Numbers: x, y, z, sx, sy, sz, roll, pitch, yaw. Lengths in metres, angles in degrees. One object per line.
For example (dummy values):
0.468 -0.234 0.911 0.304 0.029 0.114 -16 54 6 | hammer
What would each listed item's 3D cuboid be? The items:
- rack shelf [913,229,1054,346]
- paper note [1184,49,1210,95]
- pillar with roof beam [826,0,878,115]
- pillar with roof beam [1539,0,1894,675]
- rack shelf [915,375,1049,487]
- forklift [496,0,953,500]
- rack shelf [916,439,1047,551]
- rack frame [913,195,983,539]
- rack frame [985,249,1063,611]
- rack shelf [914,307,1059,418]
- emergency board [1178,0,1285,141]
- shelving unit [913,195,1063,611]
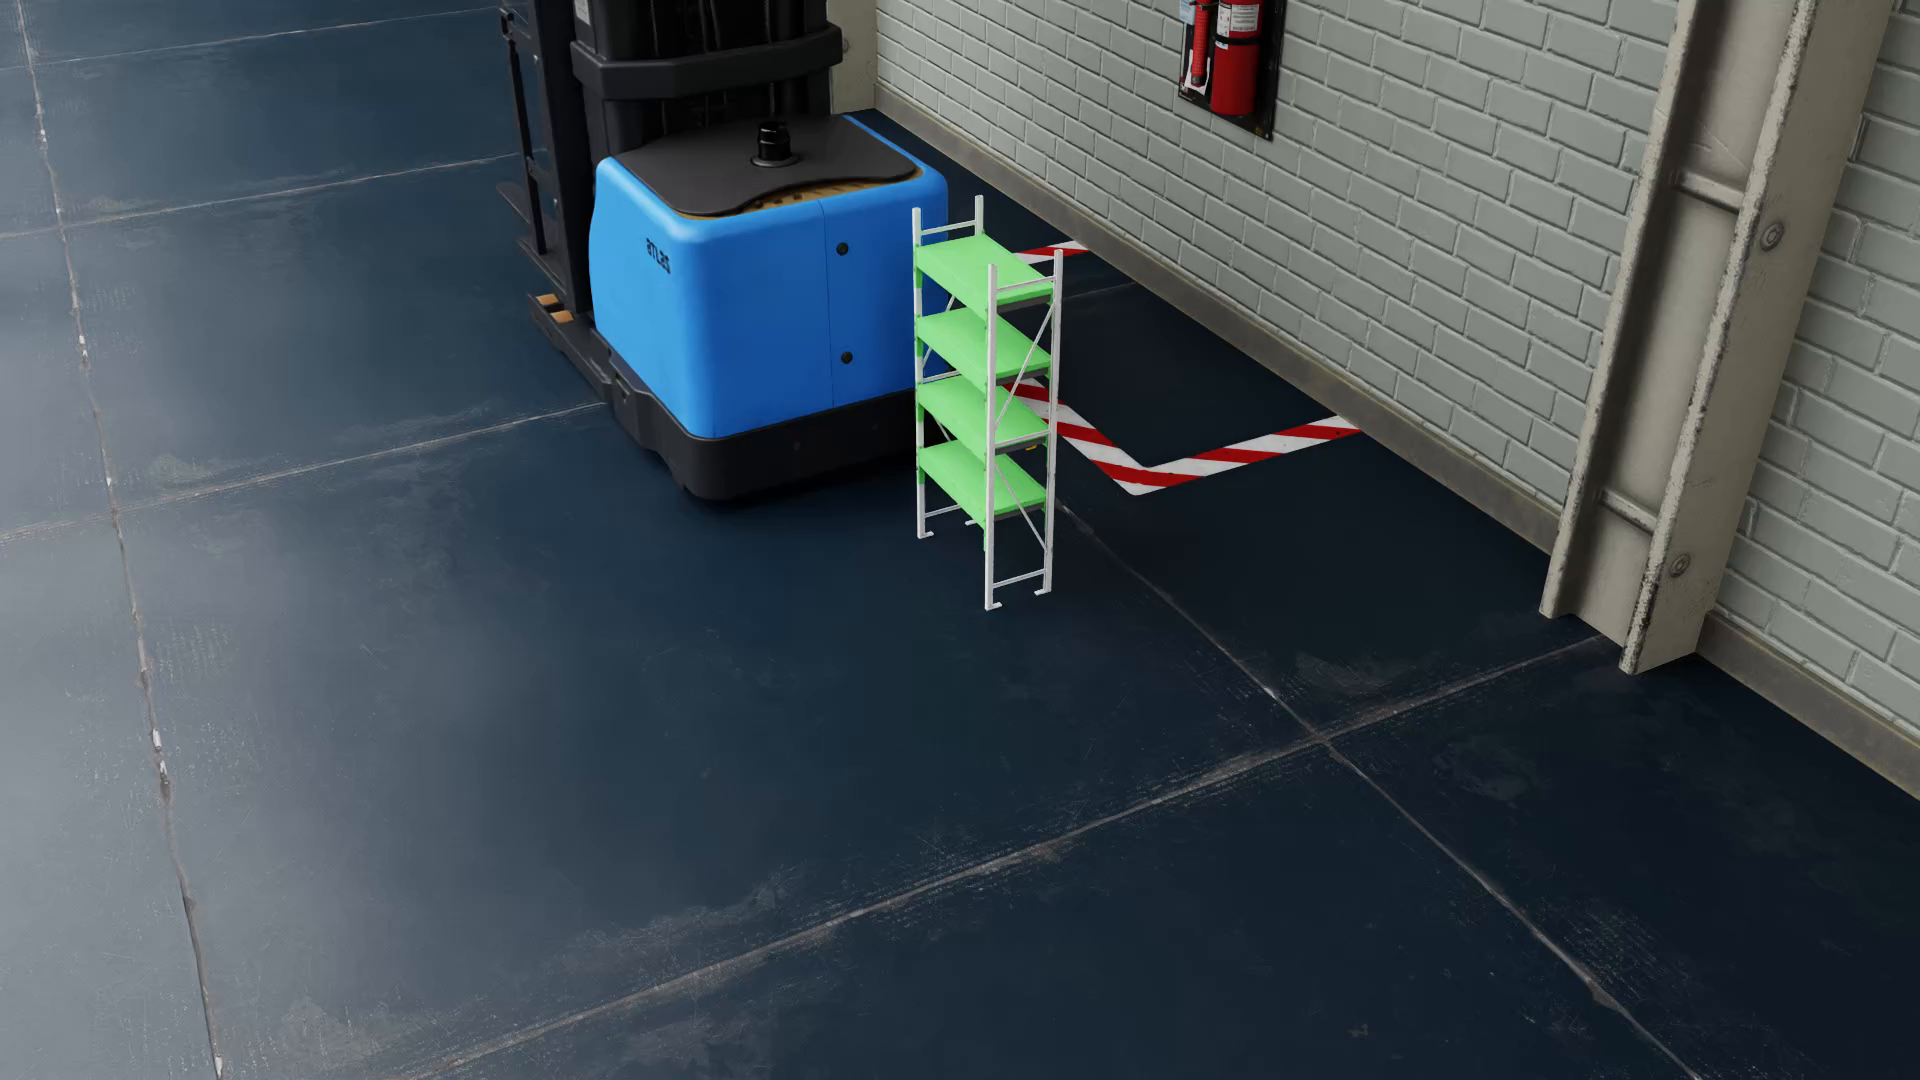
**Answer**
0.077 -0.777 5.079 0.258 0.148 0.480 -16 36 -23 | rack shelf
0.963 -1.899 6.751 0.016 0.148 0.142 -16 36 -23 | paper note
-4.503 -5.286 5.659 9.100 9.000 0.400 -16 36 -23 | pillar with roof beam
-1.706 -2.423 1.190 9.100 9.000 0.400 -16 36 -23 | pillar with roof beam
0.077 -0.372 5.337 0.258 0.148 0.480 -16 36 -23 | rack shelf
-1.193 -2.142 6.376 1.130 2.935 3.031 -17 36 -25 | forklift
0.077 -0.170 5.467 0.258 0.148 0.480 -16 36 -23 | rack shelf
-0.037 -0.543 5.485 0.240 1.200 0.015 -16 36 -23 | rack frame
0.191 -0.310 5.121 0.240 1.200 0.015 -16 36 -23 | rack frame
0.077 -0.574 5.208 0.258 0.148 0.480 -16 36 -23 | rack shelf
0.984 -2.169 6.354 0.194 1.169 0.643 -16 36 -23 | emergency board
0.077 -0.426 5.303 0.258 1.200 0.503 -16 36 -23 | shelving unit
